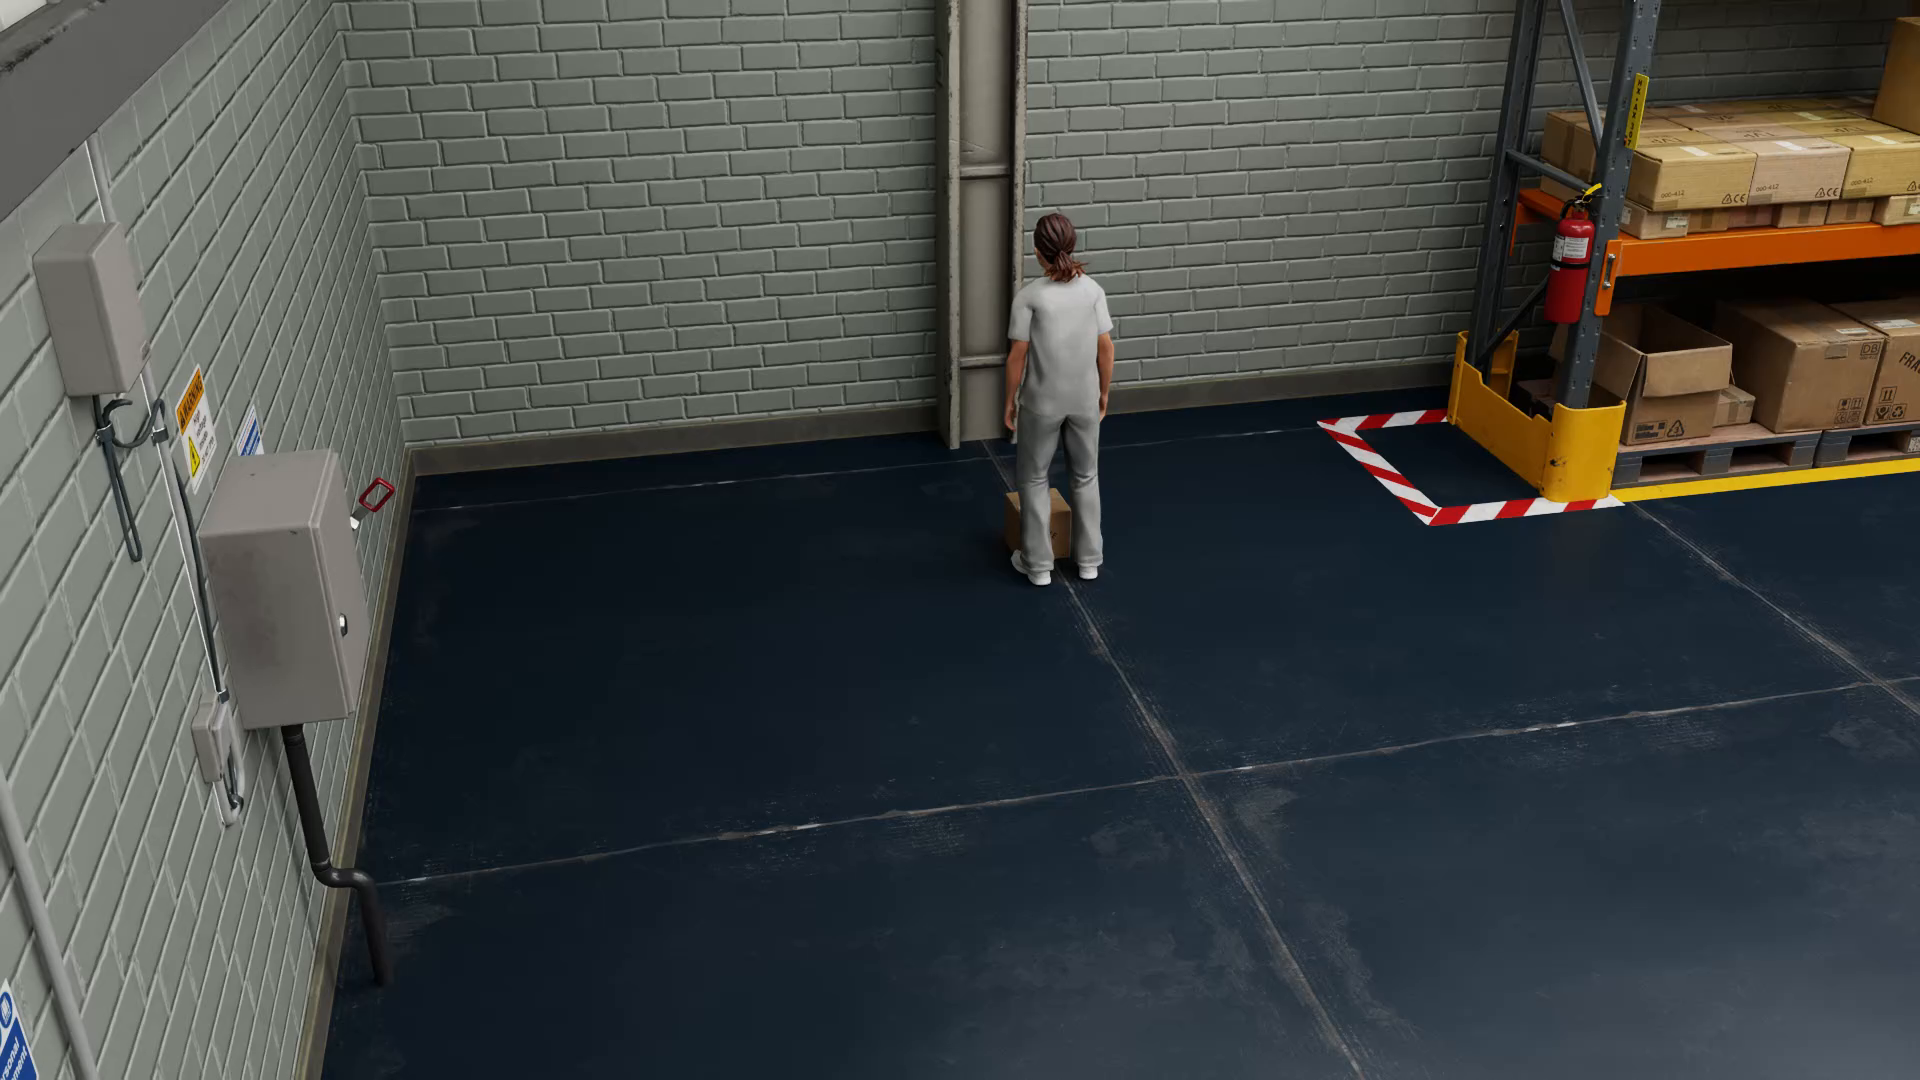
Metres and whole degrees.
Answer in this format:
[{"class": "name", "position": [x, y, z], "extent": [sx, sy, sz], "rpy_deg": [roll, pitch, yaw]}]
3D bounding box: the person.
[{"class": "person", "position": [0.430, -0.596, 7.296], "extent": [0.495, 1.673, 0.352], "rpy_deg": [-6, 28, -12]}]
